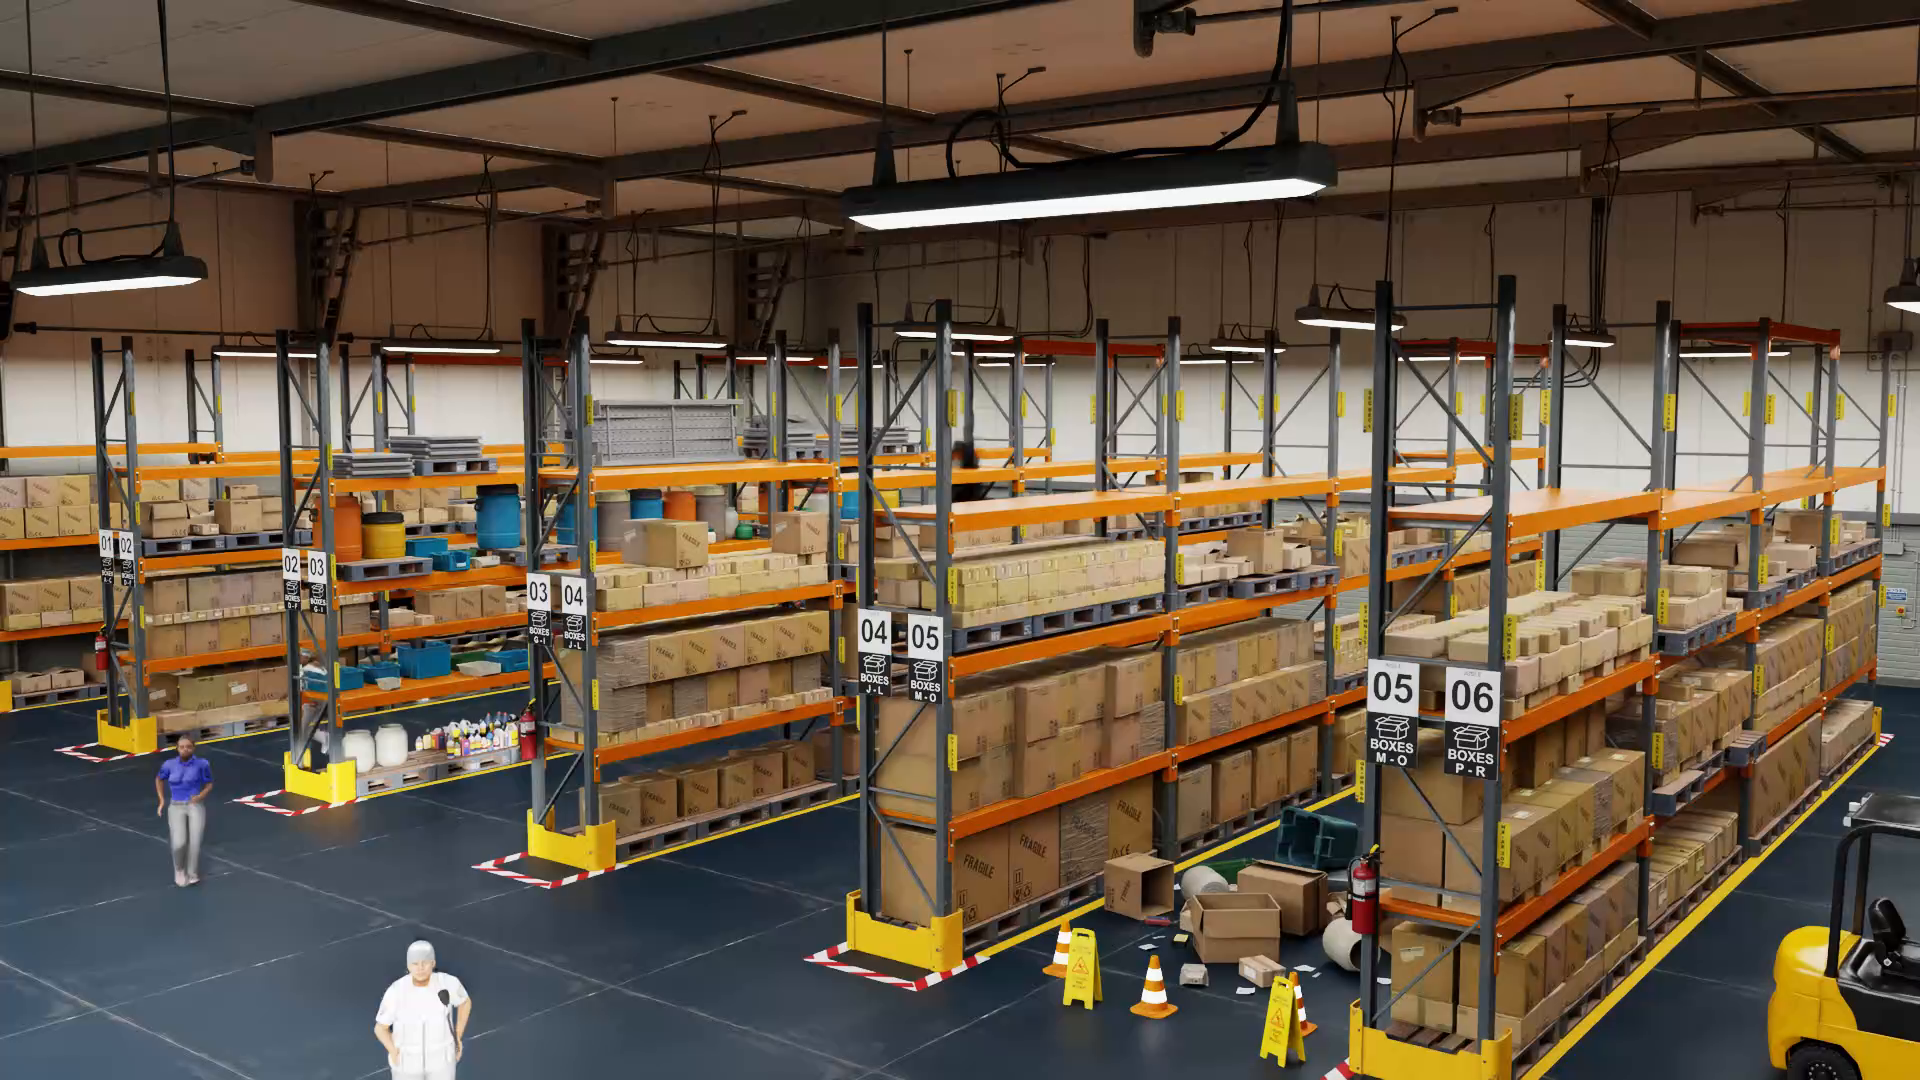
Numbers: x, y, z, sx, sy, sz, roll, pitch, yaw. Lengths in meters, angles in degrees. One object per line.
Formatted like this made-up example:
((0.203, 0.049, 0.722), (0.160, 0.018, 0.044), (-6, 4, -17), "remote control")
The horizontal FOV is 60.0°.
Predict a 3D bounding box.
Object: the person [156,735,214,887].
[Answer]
((-8.075, 2.834, 17.346), (0.543, 1.613, 0.714), (-2, 6, -26), "person")

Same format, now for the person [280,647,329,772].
((-9.084, 2.321, 23.180), (0.579, 1.700, 0.859), (3, 6, 31), "person")

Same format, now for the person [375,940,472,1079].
((-3.487, 3.416, 10.839), (0.607, 1.667, 0.841), (-2, 5, -18), "person")
